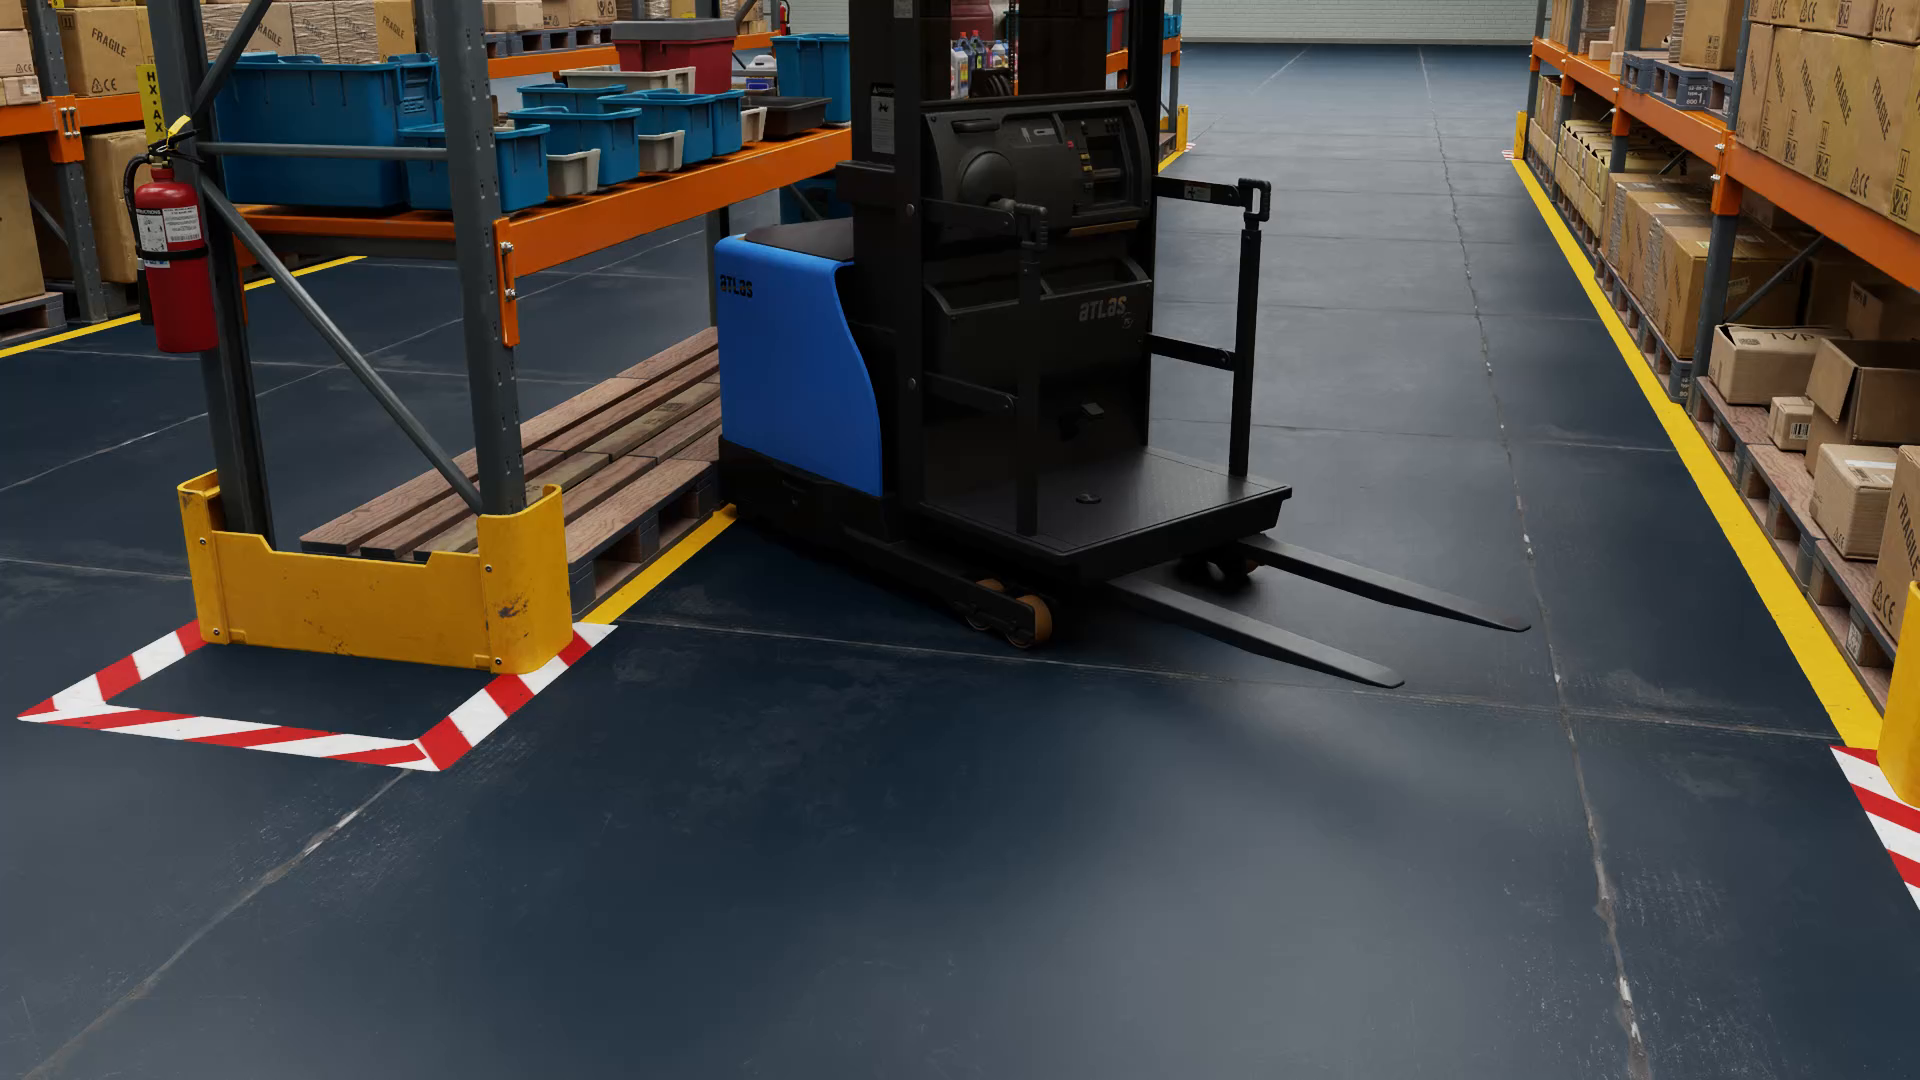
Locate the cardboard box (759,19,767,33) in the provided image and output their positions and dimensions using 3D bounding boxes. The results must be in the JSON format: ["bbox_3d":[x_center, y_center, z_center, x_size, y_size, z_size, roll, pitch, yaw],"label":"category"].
[{"bbox_3d":[-2.587,-6.299,20.376,0.380,0.149,0.250,5,19,13],"label":"cardboard box"}]

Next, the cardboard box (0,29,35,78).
[{"bbox_3d":[-5.503,-2.673,9.143,0.500,0.250,0.500,4,19,12],"label":"cardboard box"}]

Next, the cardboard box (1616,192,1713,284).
[{"bbox_3d":[4.295,-1.816,10.050,0.500,0.500,0.500,4,19,13],"label":"cardboard box"}]

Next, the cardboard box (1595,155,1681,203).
[{"bbox_3d":[4.822,-2.579,11.833,0.500,0.311,0.500,5,20,15],"label":"cardboard box"}]

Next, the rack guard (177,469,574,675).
[{"bbox_3d":[-1.817,0.074,5.196,1.175,0.500,0.348,5,19,13],"label":"rack guard"}]

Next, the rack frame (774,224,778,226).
[{"bbox_3d":[-0.673,-0.739,6.726,0.008,1.050,0.200,-17,25,-40],"label":"rack frame"}]

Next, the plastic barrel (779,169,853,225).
[{"bbox_3d":[-0.697,-1.746,9.254,0.600,0.901,0.708,5,19,13],"label":"plastic barrel"}]

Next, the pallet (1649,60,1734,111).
[{"bbox_3d":[4.462,-2.531,9.255,1.003,0.211,1.213,5,19,13],"label":"pallet"}]

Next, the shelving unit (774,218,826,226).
[{"bbox_3d":[-0.583,-0.766,6.805,0.252,1.050,0.215,-17,25,-40],"label":"shelving unit"}]

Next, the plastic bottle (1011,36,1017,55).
[{"bbox_3d":[0.389,-3.336,11.496,0.061,0.283,0.133,5,19,13],"label":"plastic bottle"}]

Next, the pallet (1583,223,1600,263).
[{"bbox_3d":[5.172,-2.168,12.207,1.003,0.211,1.213,5,19,13],"label":"pallet"}]

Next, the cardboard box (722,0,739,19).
[{"bbox_3d":[-3.049,-6.221,19.147,0.875,0.500,0.500,5,19,13],"label":"cardboard box"}]

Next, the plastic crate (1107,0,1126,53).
[{"bbox_3d":[1.286,-4.733,15.304,0.402,0.464,0.583,5,19,13],"label":"plastic crate"}]

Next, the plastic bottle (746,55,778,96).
[{"bbox_3d":[-1.064,-2.461,8.944,0.152,0.276,0.135,5,19,13],"label":"plastic bottle"}]

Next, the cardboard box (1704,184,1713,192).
[{"bbox_3d":[4.932,-1.946,10.430,0.500,0.500,0.500,5,20,16],"label":"cardboard box"}]

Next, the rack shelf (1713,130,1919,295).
[{"bbox_3d":[3.467,-1.011,5.620,1.077,0.370,4.000,5,19,13],"label":"rack shelf"}]

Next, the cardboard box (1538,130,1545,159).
[{"bbox_3d":[6.173,-4.017,16.911,0.500,0.250,0.500,5,19,13],"label":"cardboard box"}]

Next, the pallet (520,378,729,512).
[{"bbox_3d":[-1.285,-0.434,7.132,1.003,0.211,1.213,5,19,13],"label":"pallet"}]

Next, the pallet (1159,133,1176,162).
[{"bbox_3d":[1.908,-4.531,19.125,1.003,0.211,1.213,5,19,13],"label":"pallet"}]

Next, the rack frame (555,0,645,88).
[{"bbox_3d":[-3.695,-5.269,16.974,1.000,3.000,0.127,5,19,13],"label":"rack frame"}]

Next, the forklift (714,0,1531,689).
[{"bbox_3d":[0.408,-1.232,5.259,1.130,2.935,3.031,-15,24,-38],"label":"forklift"}]

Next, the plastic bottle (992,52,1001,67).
[{"bbox_3d":[0.224,-3.110,10.961,0.097,0.201,0.097,0,19,0],"label":"plastic bottle"}]

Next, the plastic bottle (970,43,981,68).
[{"bbox_3d":[0.088,-2.951,10.367,0.061,0.283,0.133,5,19,13],"label":"plastic bottle"}]

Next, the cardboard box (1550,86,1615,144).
[{"bbox_3d":[5.945,-4.057,15.868,0.500,0.500,0.500,5,19,13],"label":"cardboard box"}]

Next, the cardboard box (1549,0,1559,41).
[{"bbox_3d":[6.761,-5.642,17.909,0.700,0.500,0.500,5,19,13],"label":"cardboard box"}]

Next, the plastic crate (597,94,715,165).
[{"bbox_3d":[-1.123,-1.530,6.193,0.416,0.233,0.300,5,19,13],"label":"plastic crate"}]

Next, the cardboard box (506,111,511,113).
[{"bbox_3d":[-4.001,-3.956,16.315,0.700,0.500,0.500,5,19,13],"label":"cardboard box"}]

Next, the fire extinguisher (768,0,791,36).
[{"bbox_3d":[-2.243,-6.486,20.656,0.296,0.674,0.183,5,19,13],"label":"fire extinguisher"}]

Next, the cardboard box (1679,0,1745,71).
[{"bbox_3d":[4.327,-2.783,8.891,0.700,0.500,0.500,0,19,-1],"label":"cardboard box"}]

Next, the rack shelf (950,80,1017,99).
[{"bbox_3d":[-0.358,-2.657,10.439,1.077,0.370,4.000,5,19,13],"label":"rack shelf"}]

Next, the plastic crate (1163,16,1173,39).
[{"bbox_3d":[2.089,-5.678,18.401,0.499,0.251,0.408,5,19,13],"label":"plastic crate"}]

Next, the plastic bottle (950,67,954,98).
[{"bbox_3d":[-0.083,-2.716,9.806,0.097,0.201,0.097,0,19,0],"label":"plastic bottle"}]

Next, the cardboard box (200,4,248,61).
[{"bbox_3d":[-5.050,-3.248,10.902,0.500,0.500,0.500,4,19,12],"label":"cardboard box"}]

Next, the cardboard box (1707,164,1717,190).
[{"bbox_3d":[4.922,-2.283,10.256,0.500,0.250,0.500,5,20,15],"label":"cardboard box"}]

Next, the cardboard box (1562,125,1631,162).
[{"bbox_3d":[5.440,-3.382,14.186,0.500,0.311,0.500,4,19,13],"label":"cardboard box"}]

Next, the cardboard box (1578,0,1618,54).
[{"bbox_3d":[6.012,-4.673,15.073,0.700,0.500,0.500,4,19,12],"label":"cardboard box"}]

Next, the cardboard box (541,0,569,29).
[{"bbox_3d":[-4.029,-4.966,15.278,0.797,0.503,0.637,7,20,19],"label":"cardboard box"}]

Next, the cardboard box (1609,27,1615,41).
[{"bbox_3d":[5.832,-4.257,14.243,0.500,0.250,0.500,6,20,17],"label":"cardboard box"}]

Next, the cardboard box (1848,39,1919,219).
[{"bbox_3d":[3.074,-1.253,5.060,0.500,0.500,0.500,5,19,14],"label":"cardboard box"}]

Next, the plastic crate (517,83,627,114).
[{"bbox_3d":[-1.571,-1.730,6.778,0.416,0.233,0.300,5,19,13],"label":"plastic crate"}]

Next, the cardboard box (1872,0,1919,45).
[{"bbox_3d":[3.065,-1.728,4.903,0.500,0.500,0.500,5,20,15],"label":"cardboard box"}]

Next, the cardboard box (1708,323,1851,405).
[{"bbox_3d":[3.643,-0.800,7.367,0.500,0.311,0.500,5,19,13],"label":"cardboard box"}]

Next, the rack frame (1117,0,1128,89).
[{"bbox_3d":[1.108,-4.878,15.829,1.000,3.000,0.127,5,19,13],"label":"rack frame"}]

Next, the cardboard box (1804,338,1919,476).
[{"bbox_3d":[3.501,-0.416,5.946,0.797,0.503,0.637,5,19,13],"label":"cardboard box"}]

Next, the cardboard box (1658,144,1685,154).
[{"bbox_3d":[5.593,-2.861,12.660,0.500,0.311,0.500,4,19,12],"label":"cardboard box"}]

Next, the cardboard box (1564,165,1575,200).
[{"bbox_3d":[5.321,-2.954,13.799,0.500,0.250,0.500,4,19,12],"label":"cardboard box"}]

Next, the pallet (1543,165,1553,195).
[{"bbox_3d":[6.145,-3.412,15.851,1.003,0.211,1.213,5,19,13],"label":"pallet"}]

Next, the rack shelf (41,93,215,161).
[{"bbox_3d":[-5.161,-3.048,11.585,1.077,0.370,4.000,5,19,13],"label":"rack shelf"}]
